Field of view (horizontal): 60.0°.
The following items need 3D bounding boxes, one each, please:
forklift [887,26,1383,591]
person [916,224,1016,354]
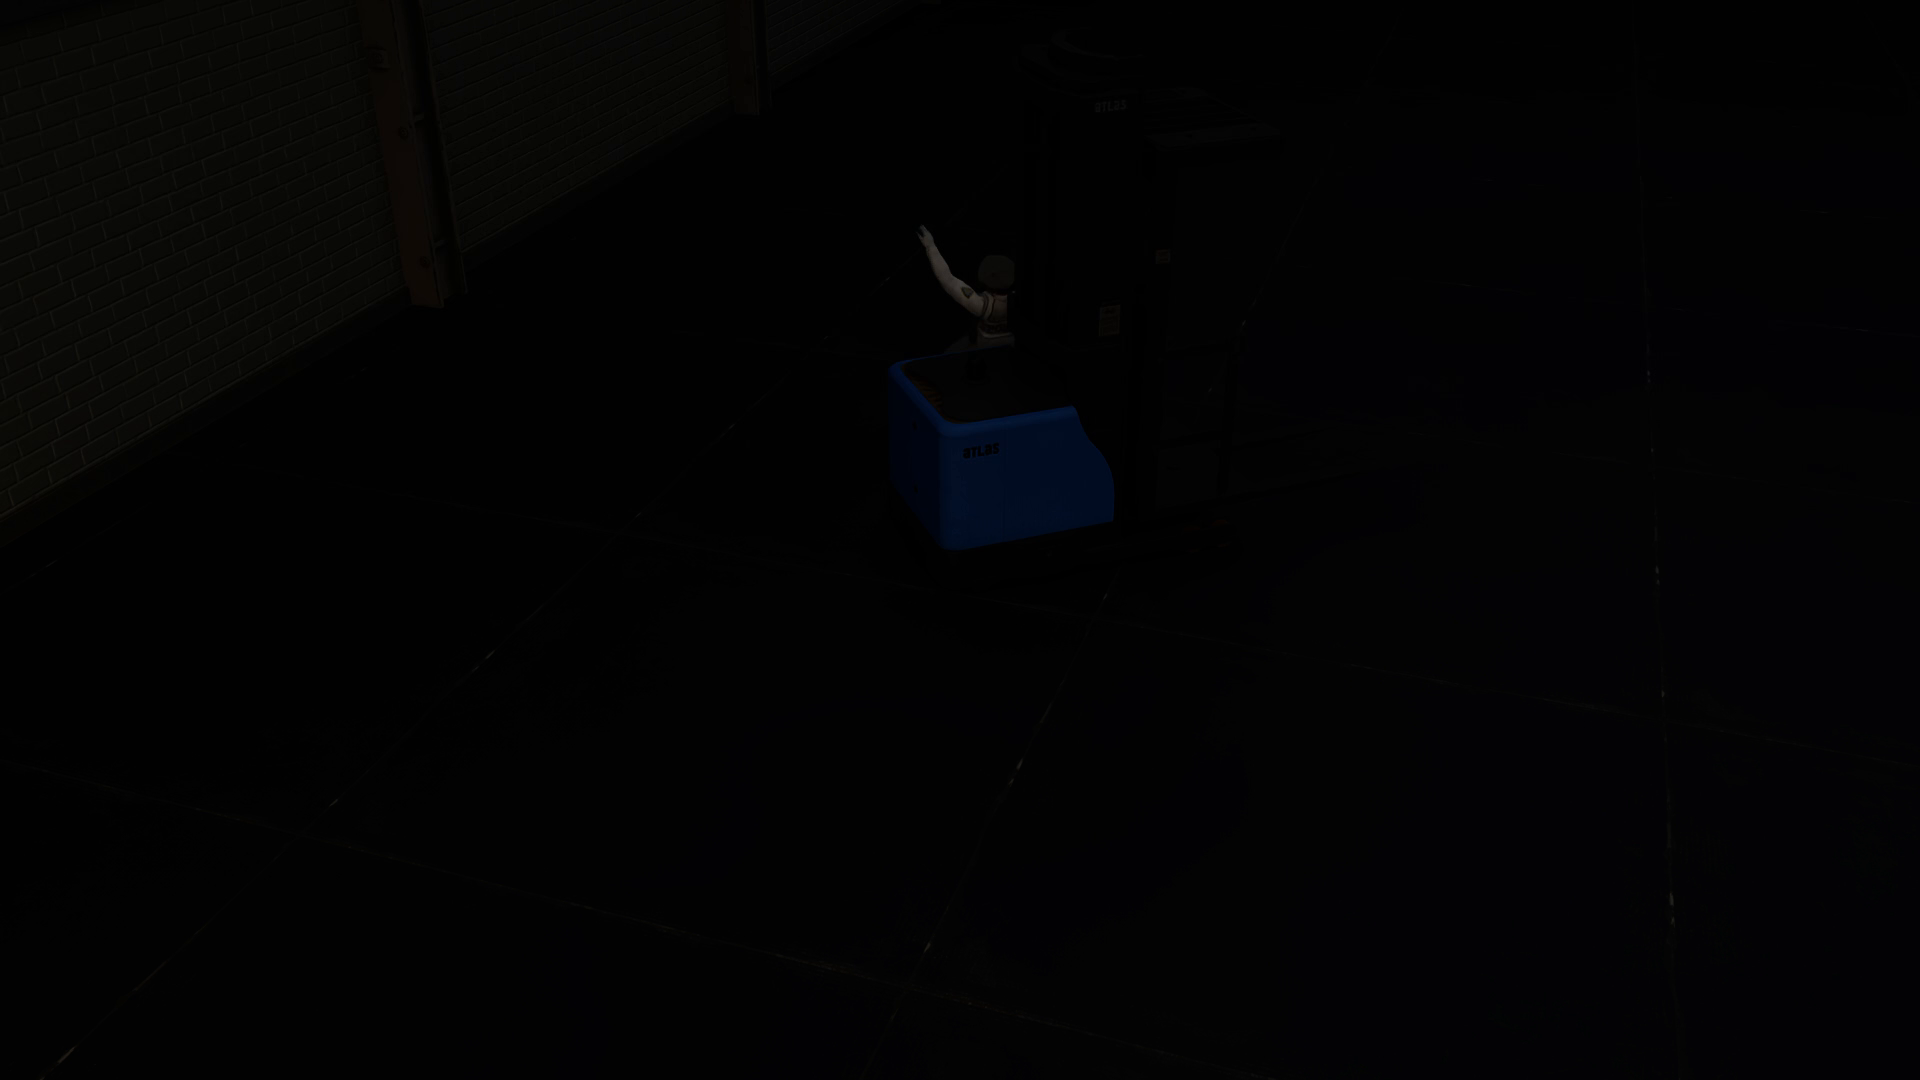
[{"bbox_3d":[1.131,-1.429,9.643,3.031,2.935,1.130,-11,31,-18],"label":"forklift"},{"bbox_3d":[0.171,-1.318,10.866,0.881,1.536,0.759,-7,30,-11],"label":"person"}]
